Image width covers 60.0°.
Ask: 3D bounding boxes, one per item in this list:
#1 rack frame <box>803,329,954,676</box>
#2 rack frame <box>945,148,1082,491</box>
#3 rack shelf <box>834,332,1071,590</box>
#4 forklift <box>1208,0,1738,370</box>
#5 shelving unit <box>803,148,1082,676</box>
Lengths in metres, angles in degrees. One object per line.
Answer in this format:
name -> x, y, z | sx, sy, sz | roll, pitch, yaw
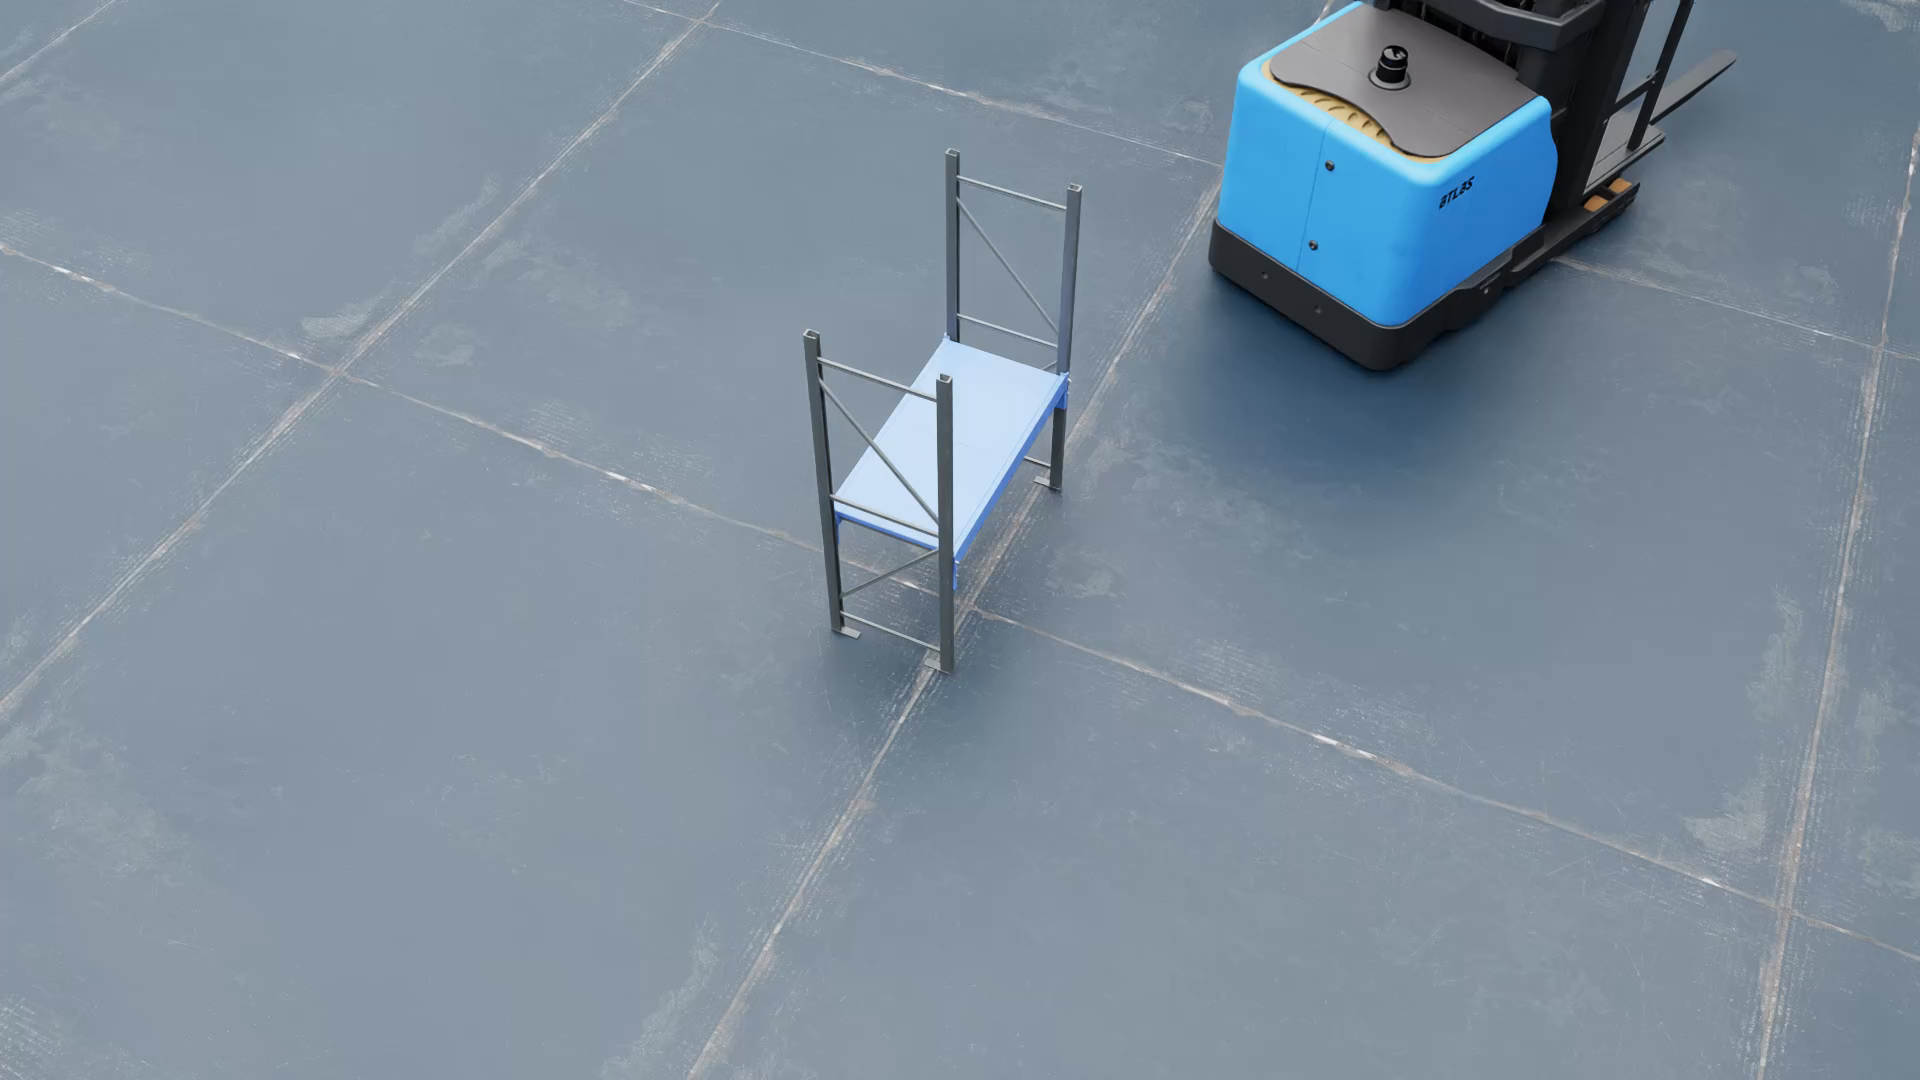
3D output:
rack frame -> -0.254, -0.077, 5.646 | 0.500, 1.500, 0.032 | 20, 52, 16
rack frame -> 0.181, -0.777, 6.242 | 0.500, 1.500, 0.032 | 20, 52, 16
rack shelf -> -0.036, -0.311, 6.081 | 0.538, 0.185, 1.000 | 20, 52, 16
forklift -> 2.559, -2.661, 6.905 | 3.031, 2.935, 1.130 | -34, 58, -26
shelving unit -> -0.036, -0.427, 5.944 | 0.538, 1.500, 1.048 | 20, 52, 16
